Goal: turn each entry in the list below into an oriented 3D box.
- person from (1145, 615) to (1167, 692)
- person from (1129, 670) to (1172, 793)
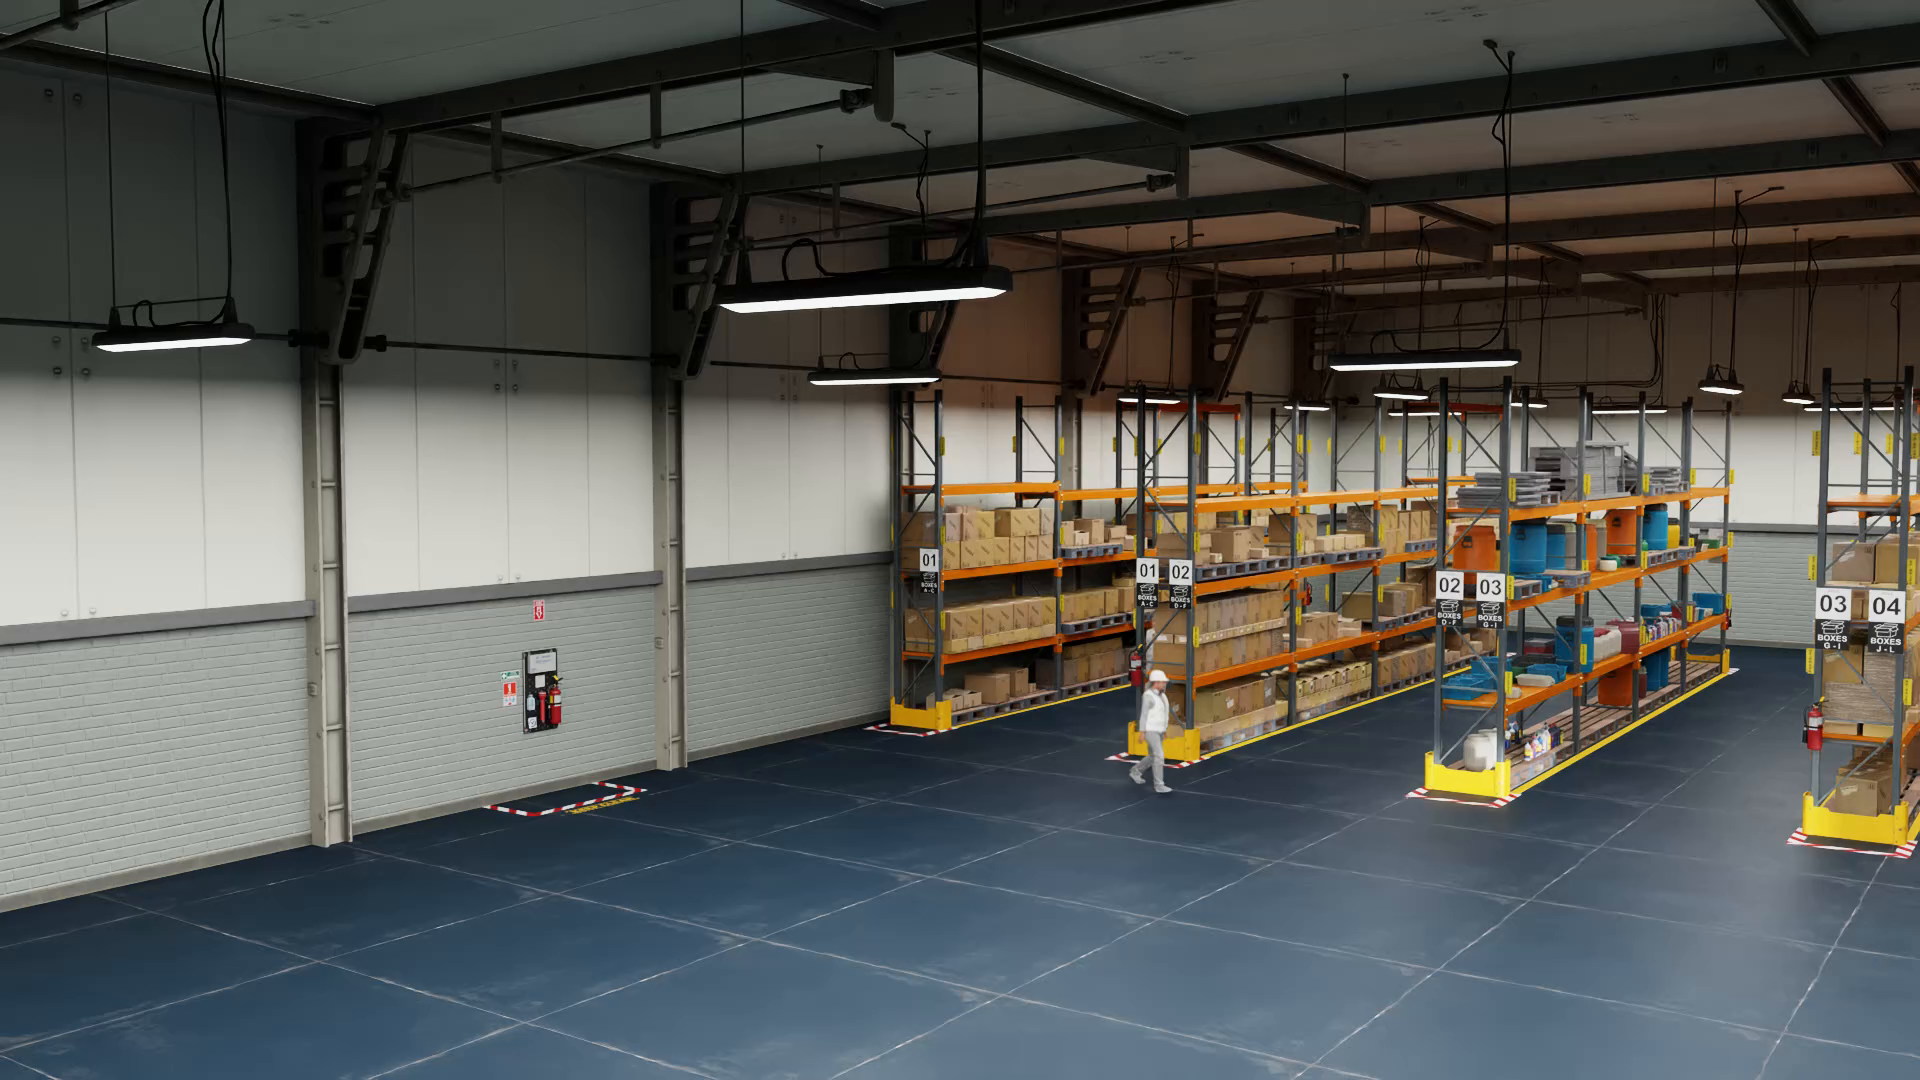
[{"bbox_3d":[3.902,2.298,33.170,0.496,1.612,1.042,1,3,20],"label":"person"},{"bbox_3d":[2.801,2.769,24.257,0.832,1.753,0.546,2,4,31],"label":"person"}]
